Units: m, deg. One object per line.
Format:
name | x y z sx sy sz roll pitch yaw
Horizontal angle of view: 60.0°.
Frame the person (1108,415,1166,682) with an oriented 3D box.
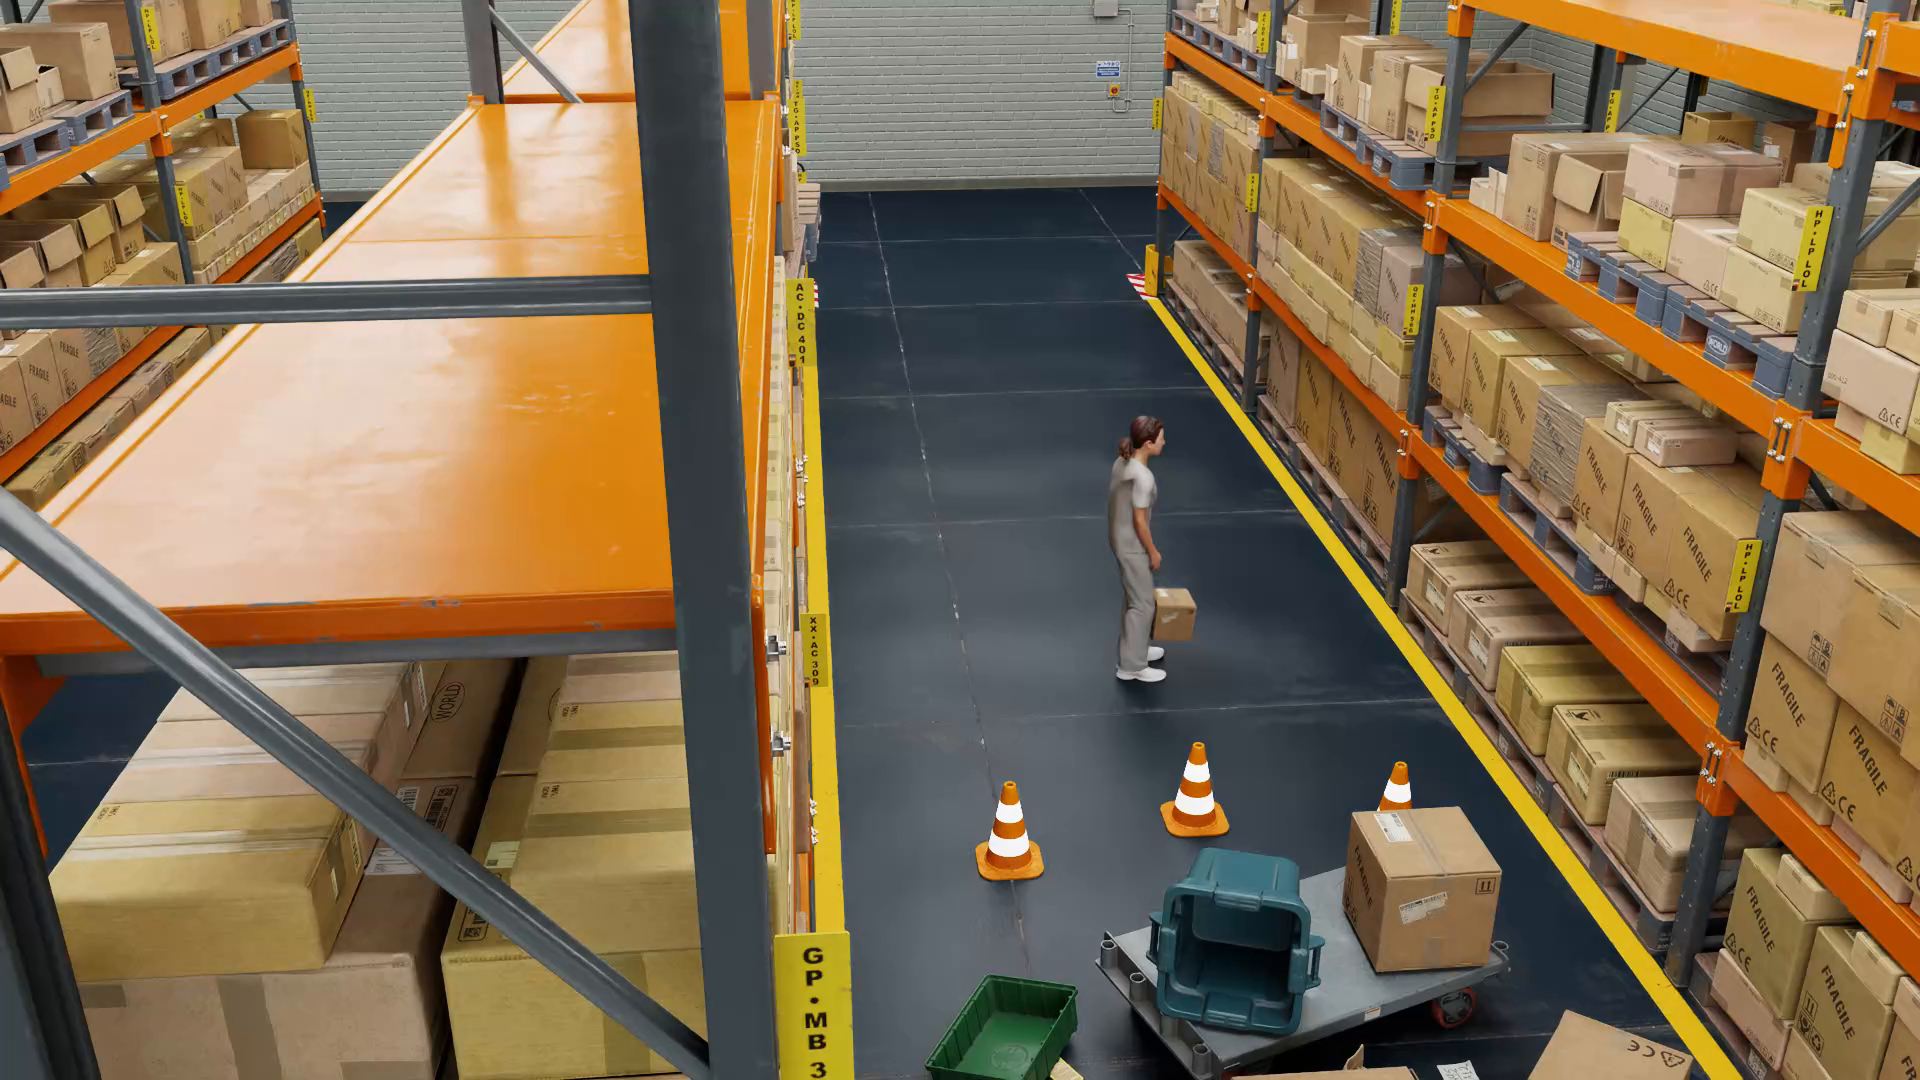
person | 1.115 0.034 10.232 0.415 1.675 0.480 -3 24 -7
